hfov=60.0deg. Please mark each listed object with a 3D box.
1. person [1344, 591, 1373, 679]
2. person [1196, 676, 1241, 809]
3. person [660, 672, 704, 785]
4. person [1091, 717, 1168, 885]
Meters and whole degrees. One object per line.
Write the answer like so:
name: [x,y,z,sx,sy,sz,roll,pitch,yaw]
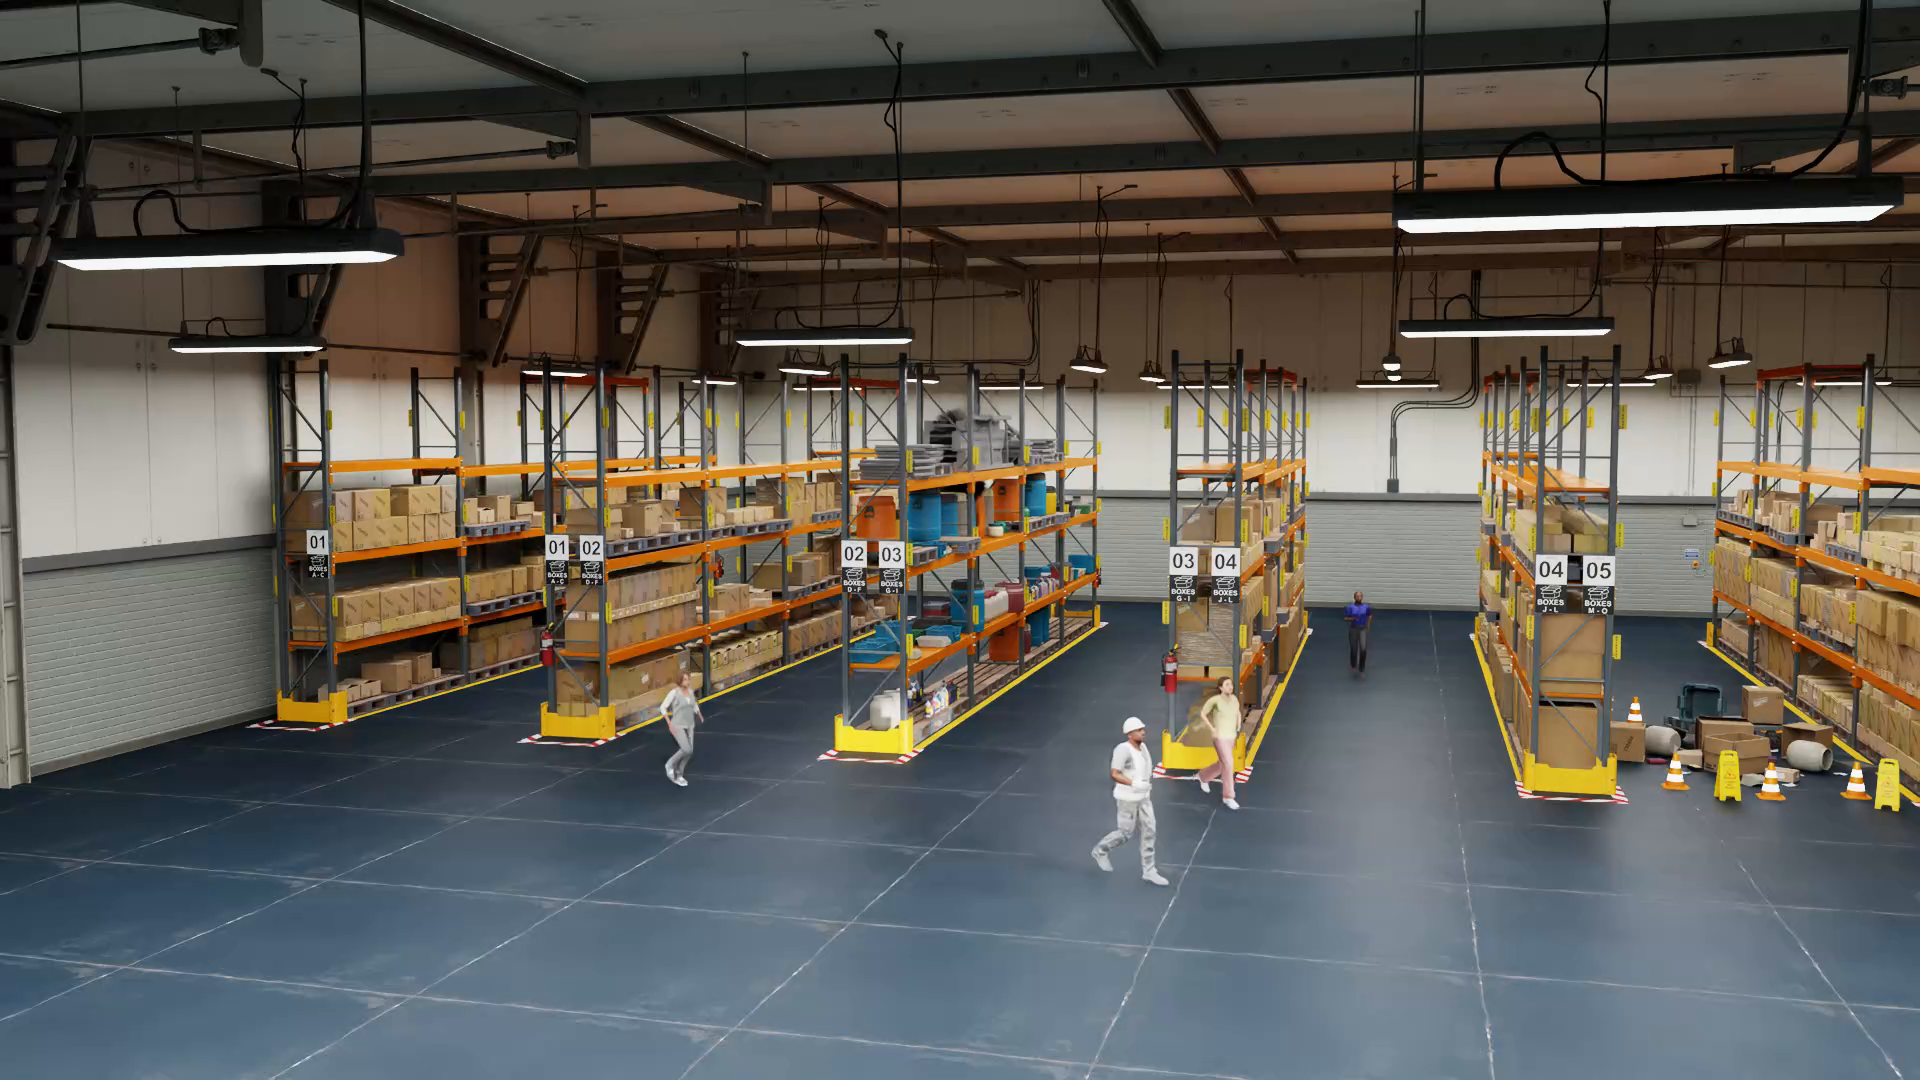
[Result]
person: [7.774,1.846,32.454,0.556,1.714,0.714,1,4,10]
person: [3.422,2.601,21.757,0.590,1.688,0.850,-3,5,-32]
person: [-3.782,2.596,22.804,0.529,1.546,0.547,3,5,38]
person: [1.856,2.812,18.057,0.899,1.786,0.677,3,5,40]
